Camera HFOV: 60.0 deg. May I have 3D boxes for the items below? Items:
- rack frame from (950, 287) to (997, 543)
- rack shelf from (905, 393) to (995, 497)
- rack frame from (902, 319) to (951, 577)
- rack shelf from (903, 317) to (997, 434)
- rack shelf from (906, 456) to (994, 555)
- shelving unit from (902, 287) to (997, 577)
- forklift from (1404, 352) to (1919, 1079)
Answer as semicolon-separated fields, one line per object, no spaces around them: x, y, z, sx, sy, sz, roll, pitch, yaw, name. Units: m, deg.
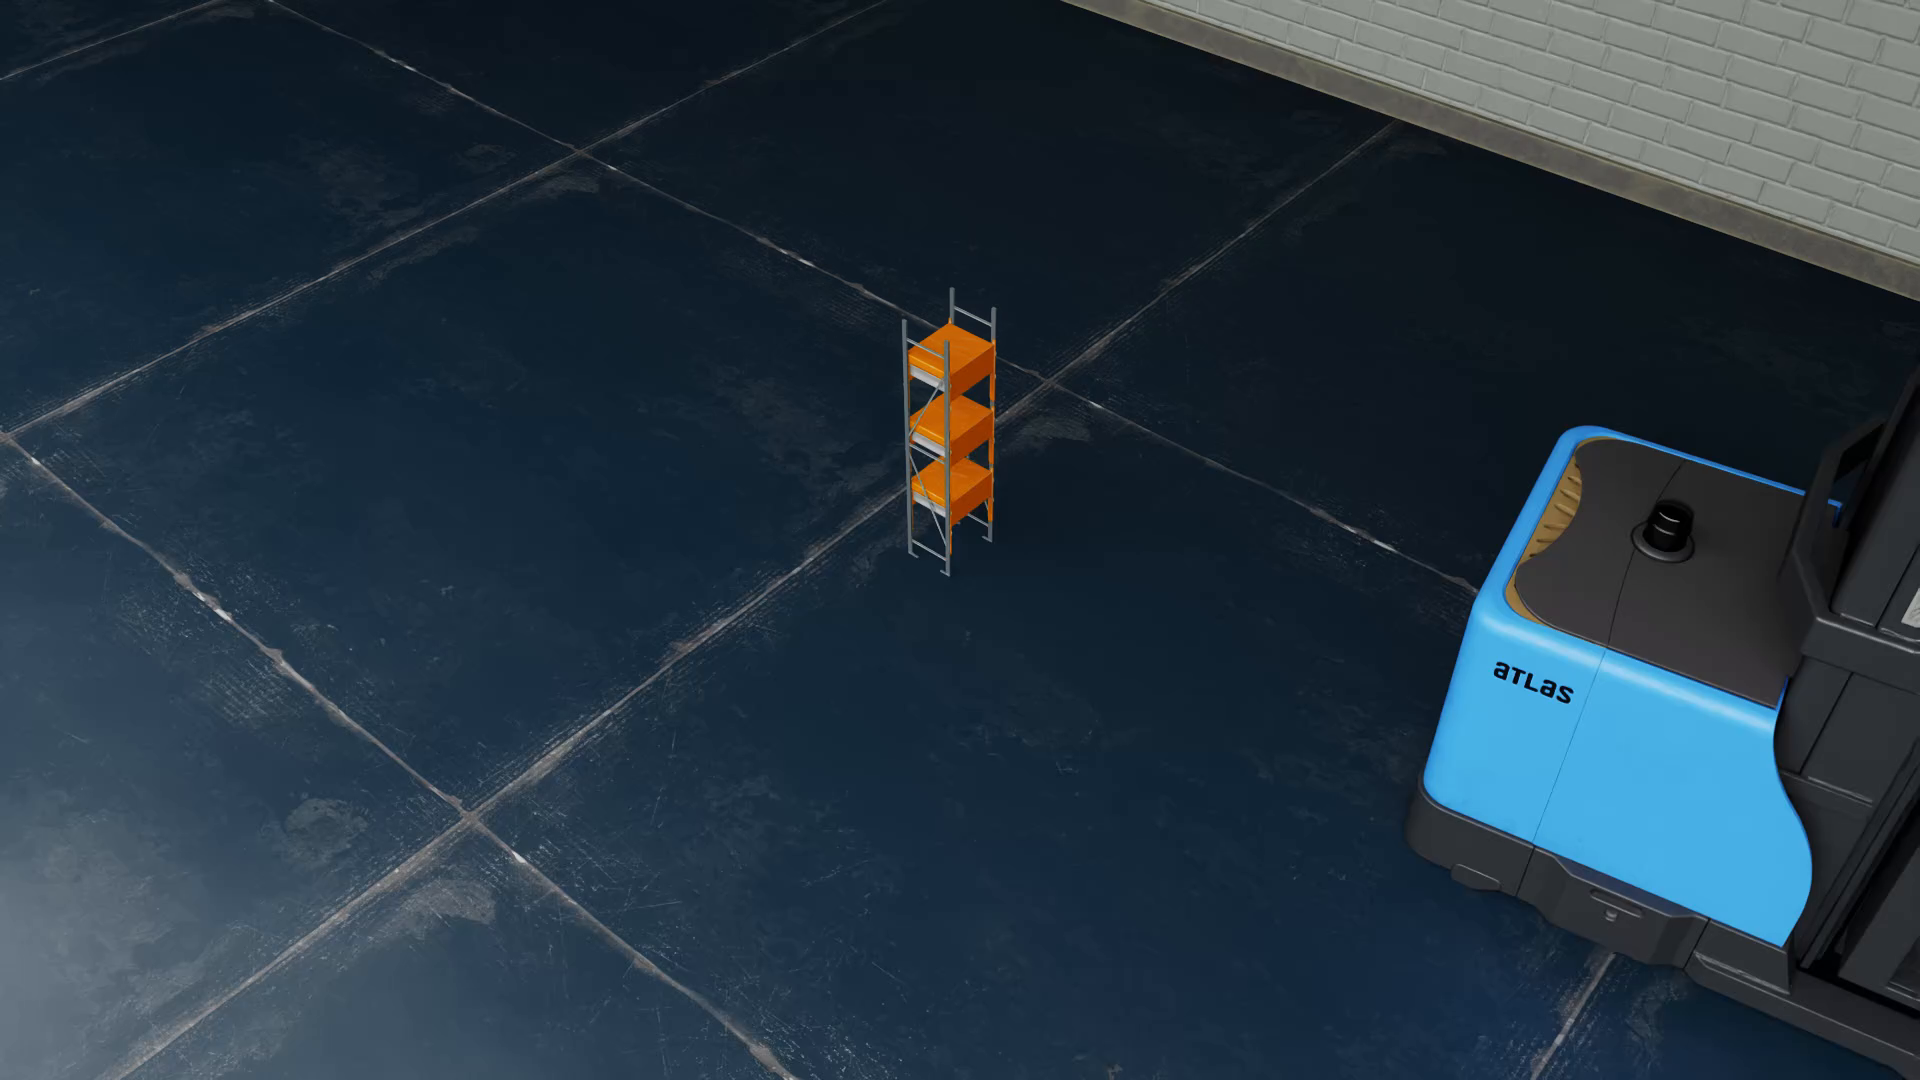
0.044;-0.424;5.936;0.200;1.050;0.008;29;50;28;rack frame
-0.034;-0.353;5.874;0.215;0.259;0.240;29;50;28;rack shelf
-0.113;-0.298;5.797;0.200;1.050;0.008;29;50;28;rack frame
-0.034;-0.563;5.683;0.215;0.259;0.240;29;50;28;rack shelf
-0.034;-0.147;6.061;0.215;0.259;0.240;29;50;28;rack shelf
-0.034;-0.361;5.867;0.215;1.050;0.252;29;50;28;shelving unit
2.904;0.122;3.937;3.031;2.935;1.130;22;47;22;forklift
